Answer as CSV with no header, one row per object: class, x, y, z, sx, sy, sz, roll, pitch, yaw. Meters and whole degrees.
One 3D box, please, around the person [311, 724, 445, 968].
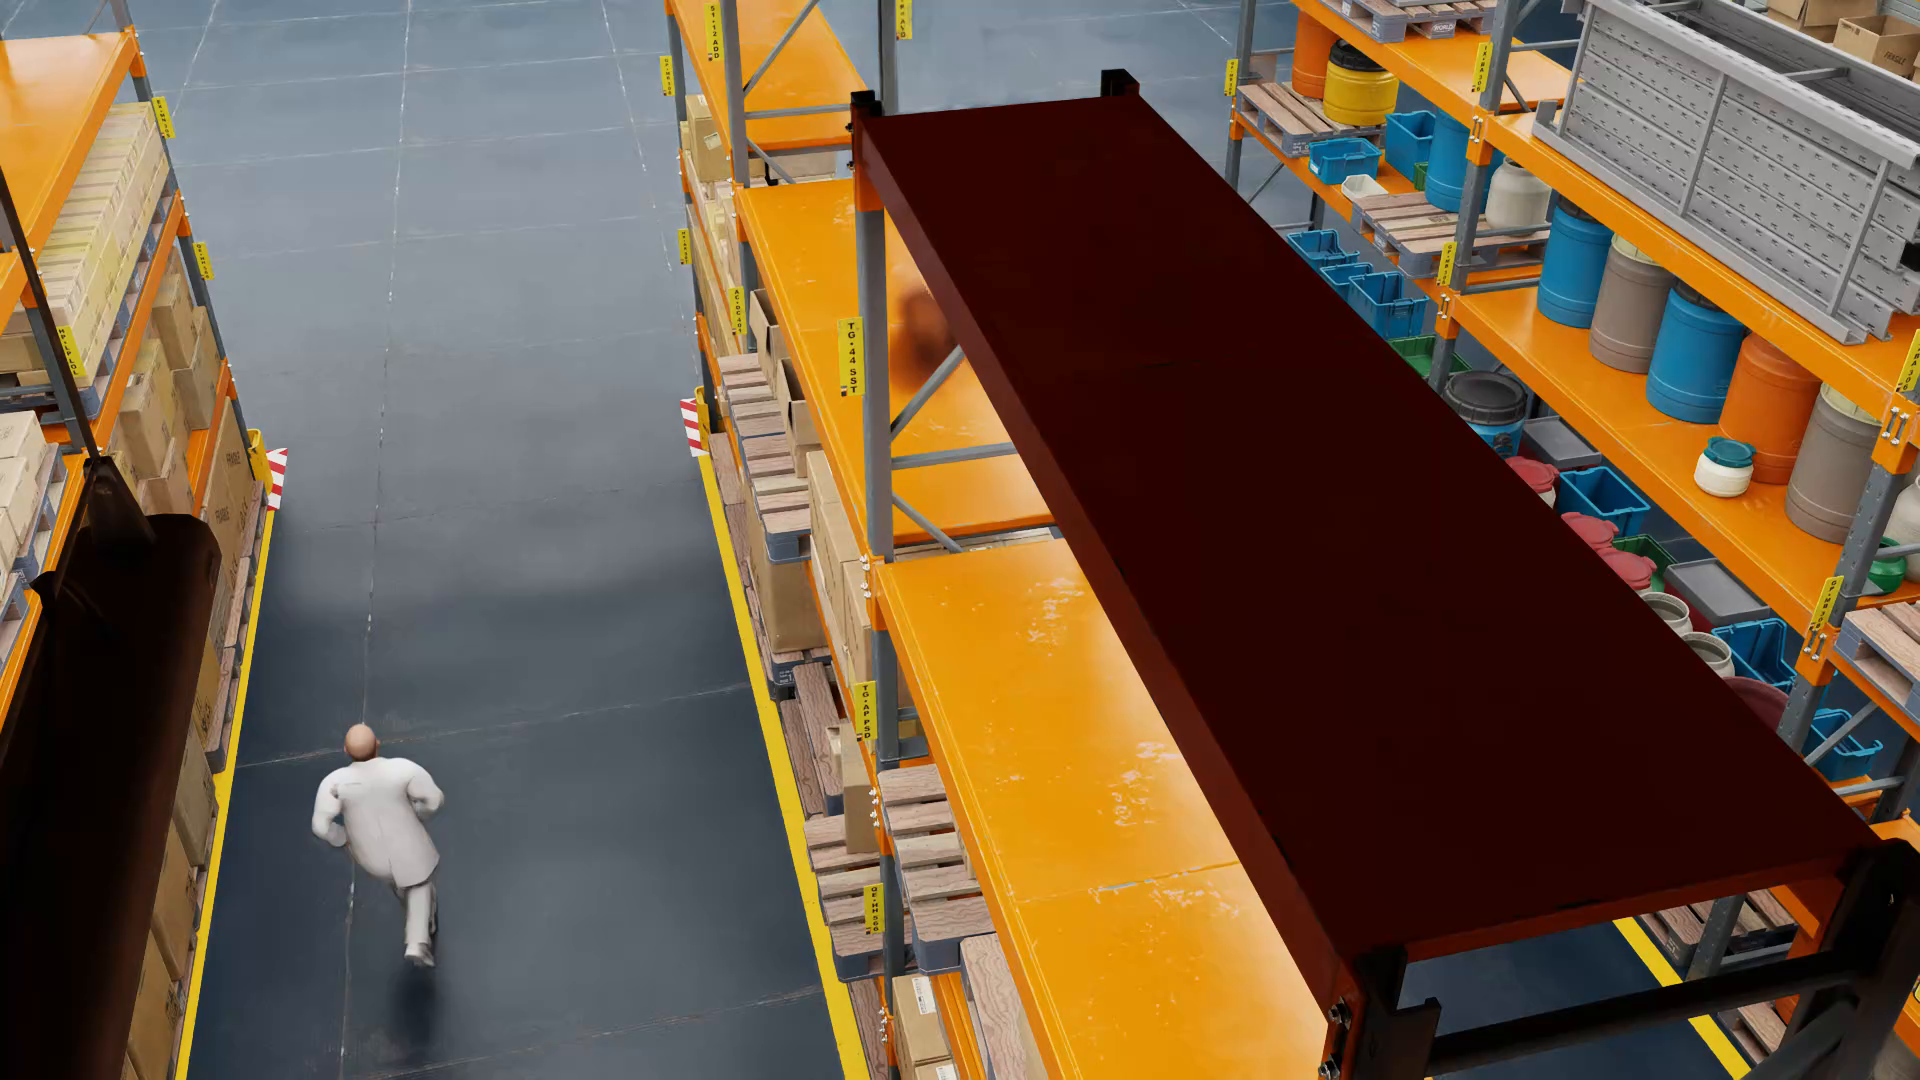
person,-3.373,1.840,9.854,0.739,1.761,0.900,-10,36,-14
